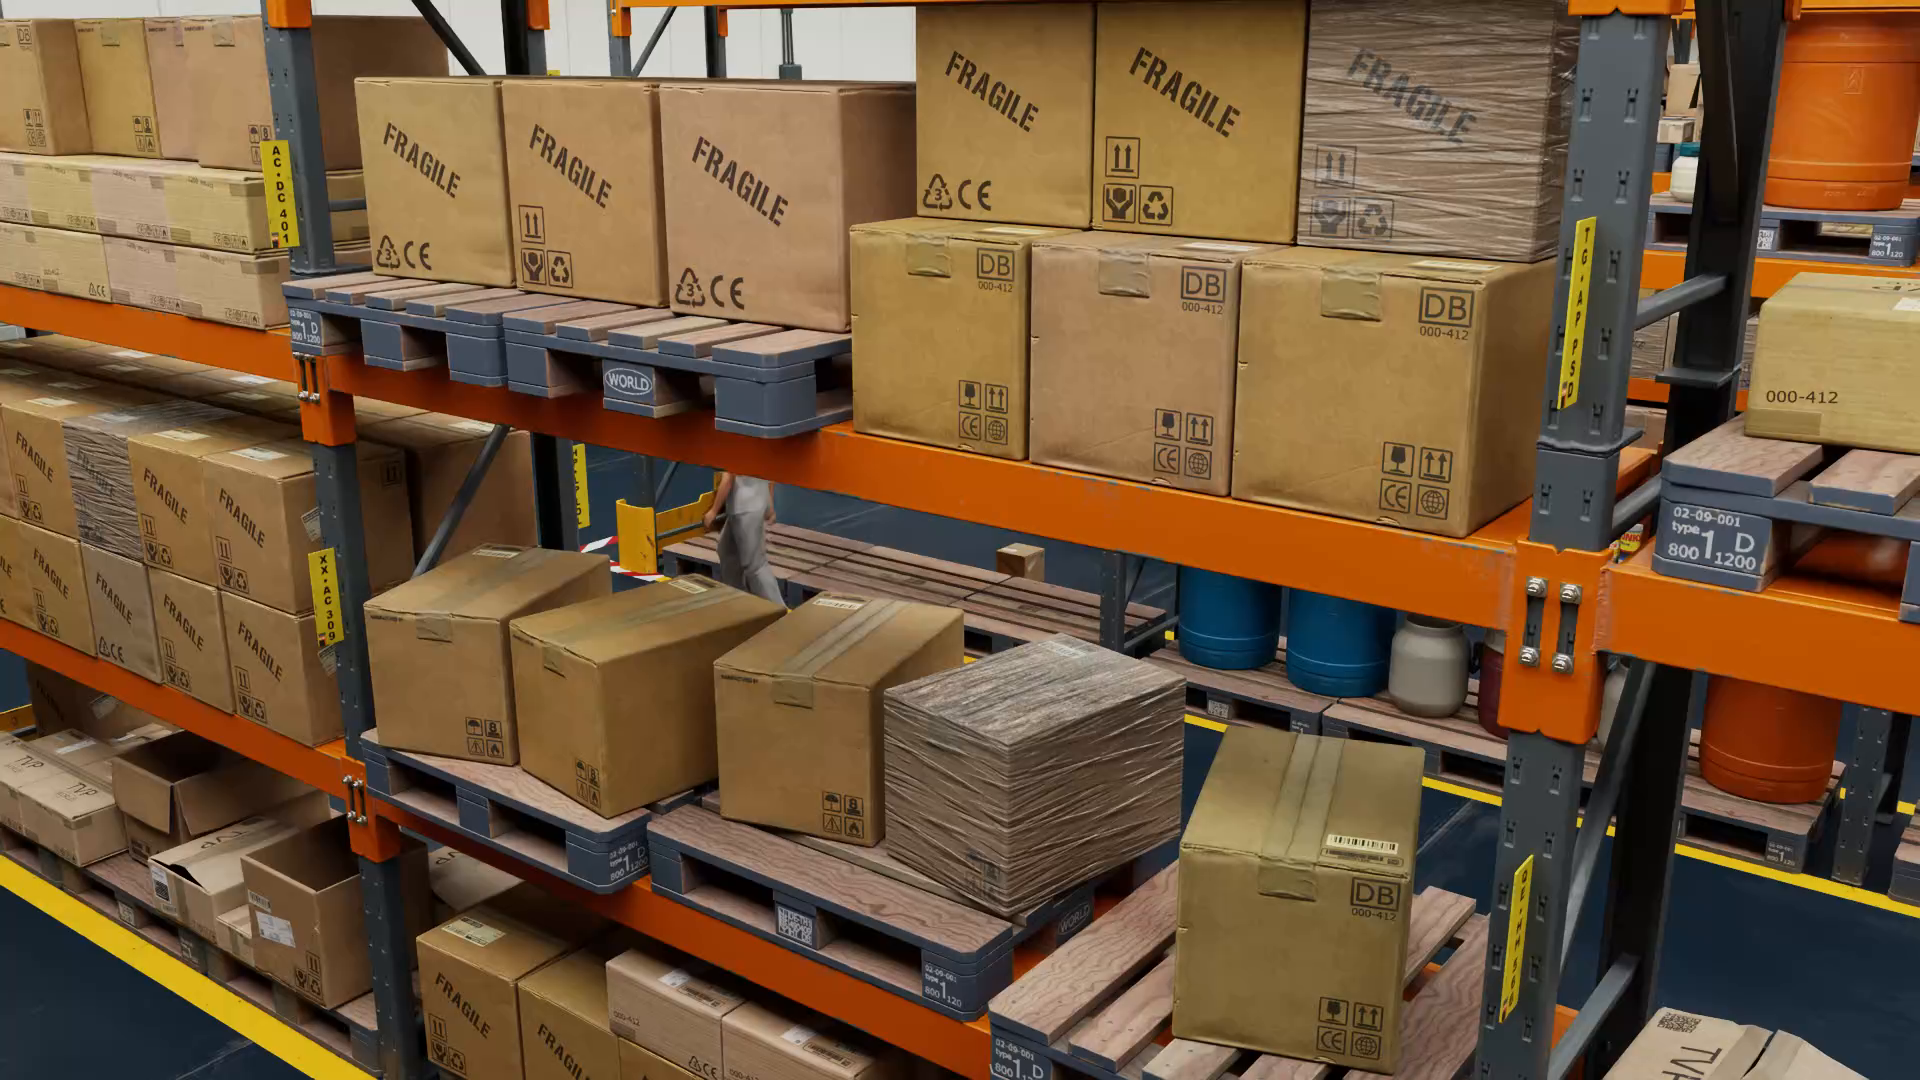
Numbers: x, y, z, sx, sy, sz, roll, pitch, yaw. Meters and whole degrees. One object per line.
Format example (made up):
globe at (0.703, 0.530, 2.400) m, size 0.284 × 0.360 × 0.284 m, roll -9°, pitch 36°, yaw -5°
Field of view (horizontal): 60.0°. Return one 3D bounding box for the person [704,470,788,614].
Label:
person at (-1.375, -0.150, 10.600) m, size 0.587 × 1.711 × 0.455 m, roll 4°, pitch 17°, yaw 14°
